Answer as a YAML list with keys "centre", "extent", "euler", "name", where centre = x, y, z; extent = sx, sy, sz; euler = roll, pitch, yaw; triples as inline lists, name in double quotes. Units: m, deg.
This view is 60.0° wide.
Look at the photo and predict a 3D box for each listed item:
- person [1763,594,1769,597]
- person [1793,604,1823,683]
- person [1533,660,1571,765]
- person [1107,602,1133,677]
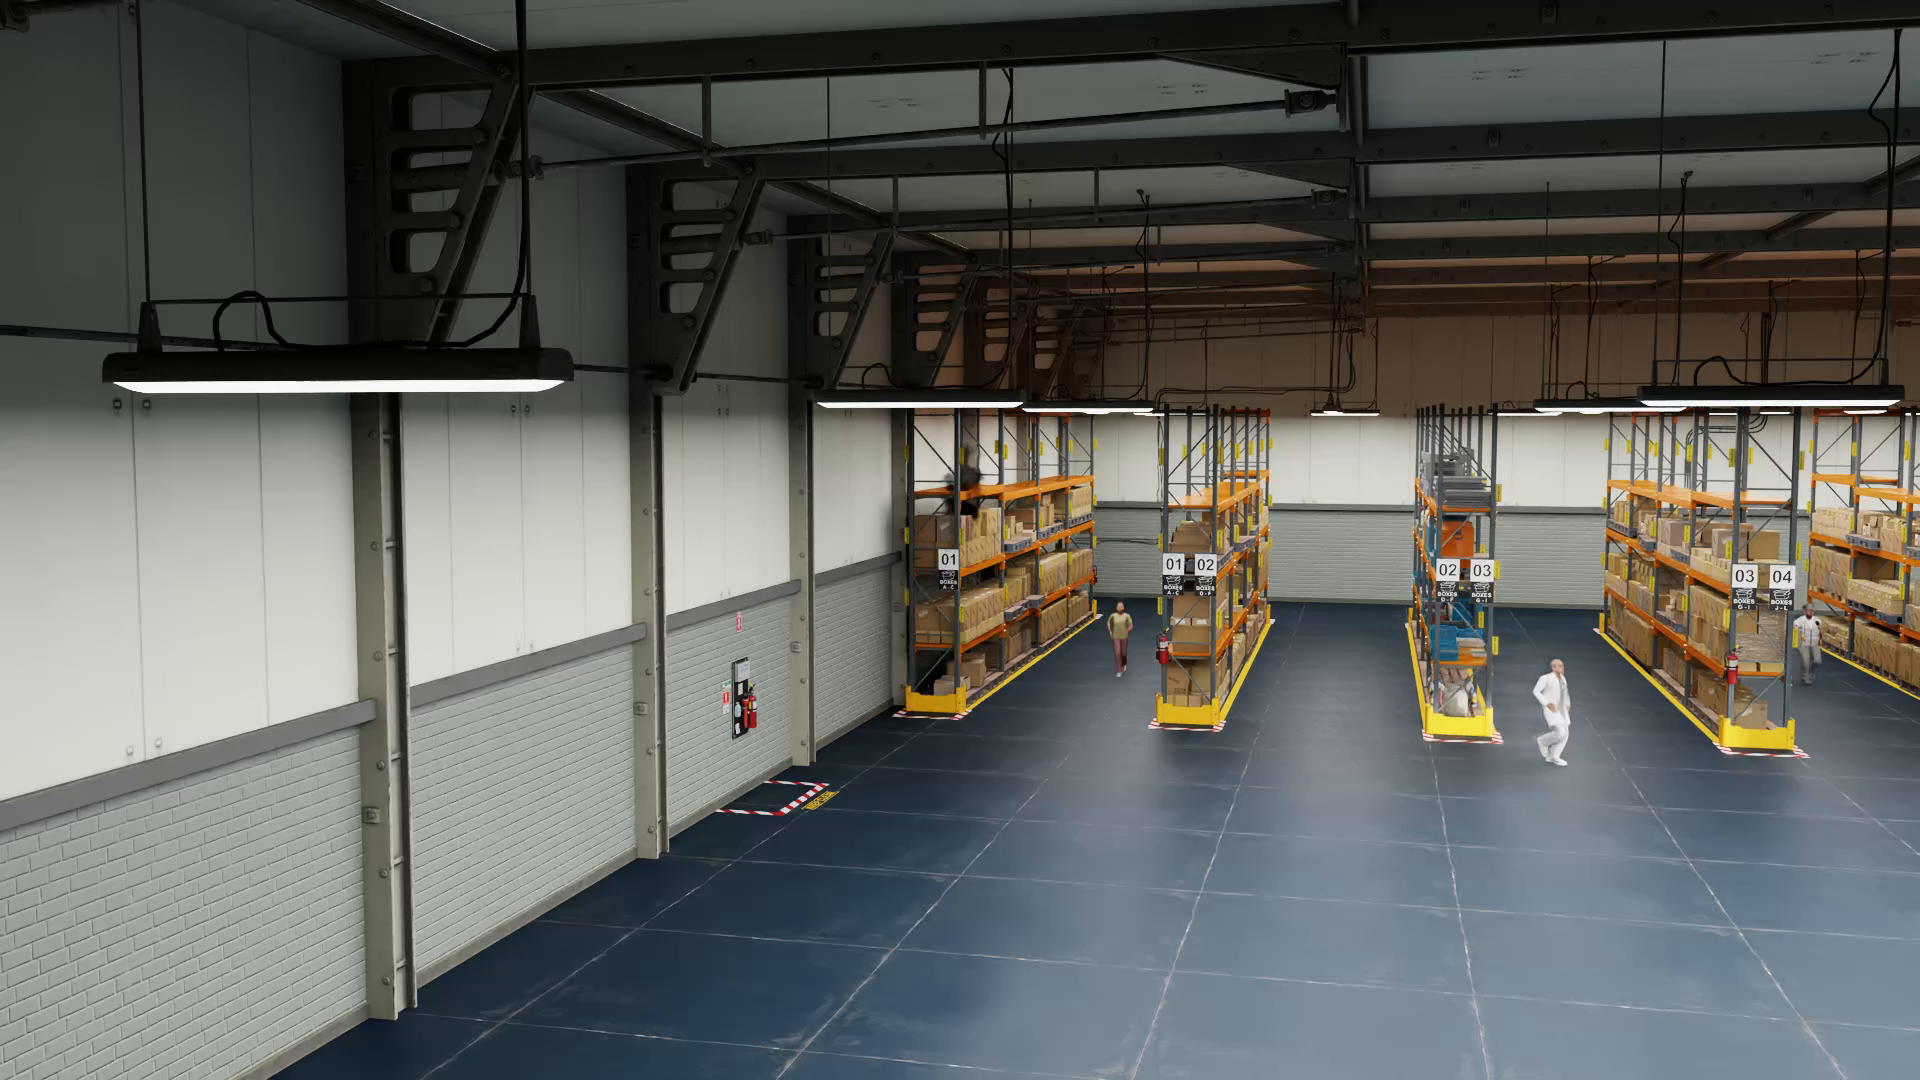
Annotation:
- centre: [20.574, 1.746, 42.530]
  extent: [0.690, 1.786, 0.712]
  euler: [1, 4, 16]
  name: "person"
- centre: [18.308, 2.241, 35.834]
  extent: [0.638, 1.731, 0.564]
  euler: [1, 4, 12]
  name: "person"
- centre: [9.877, 2.852, 27.620]
  extent: [0.746, 1.742, 0.577]
  euler: [-2, 5, -29]
  name: "person"
- centre: [3.570, 2.201, 37.142]
  extent: [0.587, 1.650, 0.752]
  euler: [1, 4, 8]
  name: "person"
